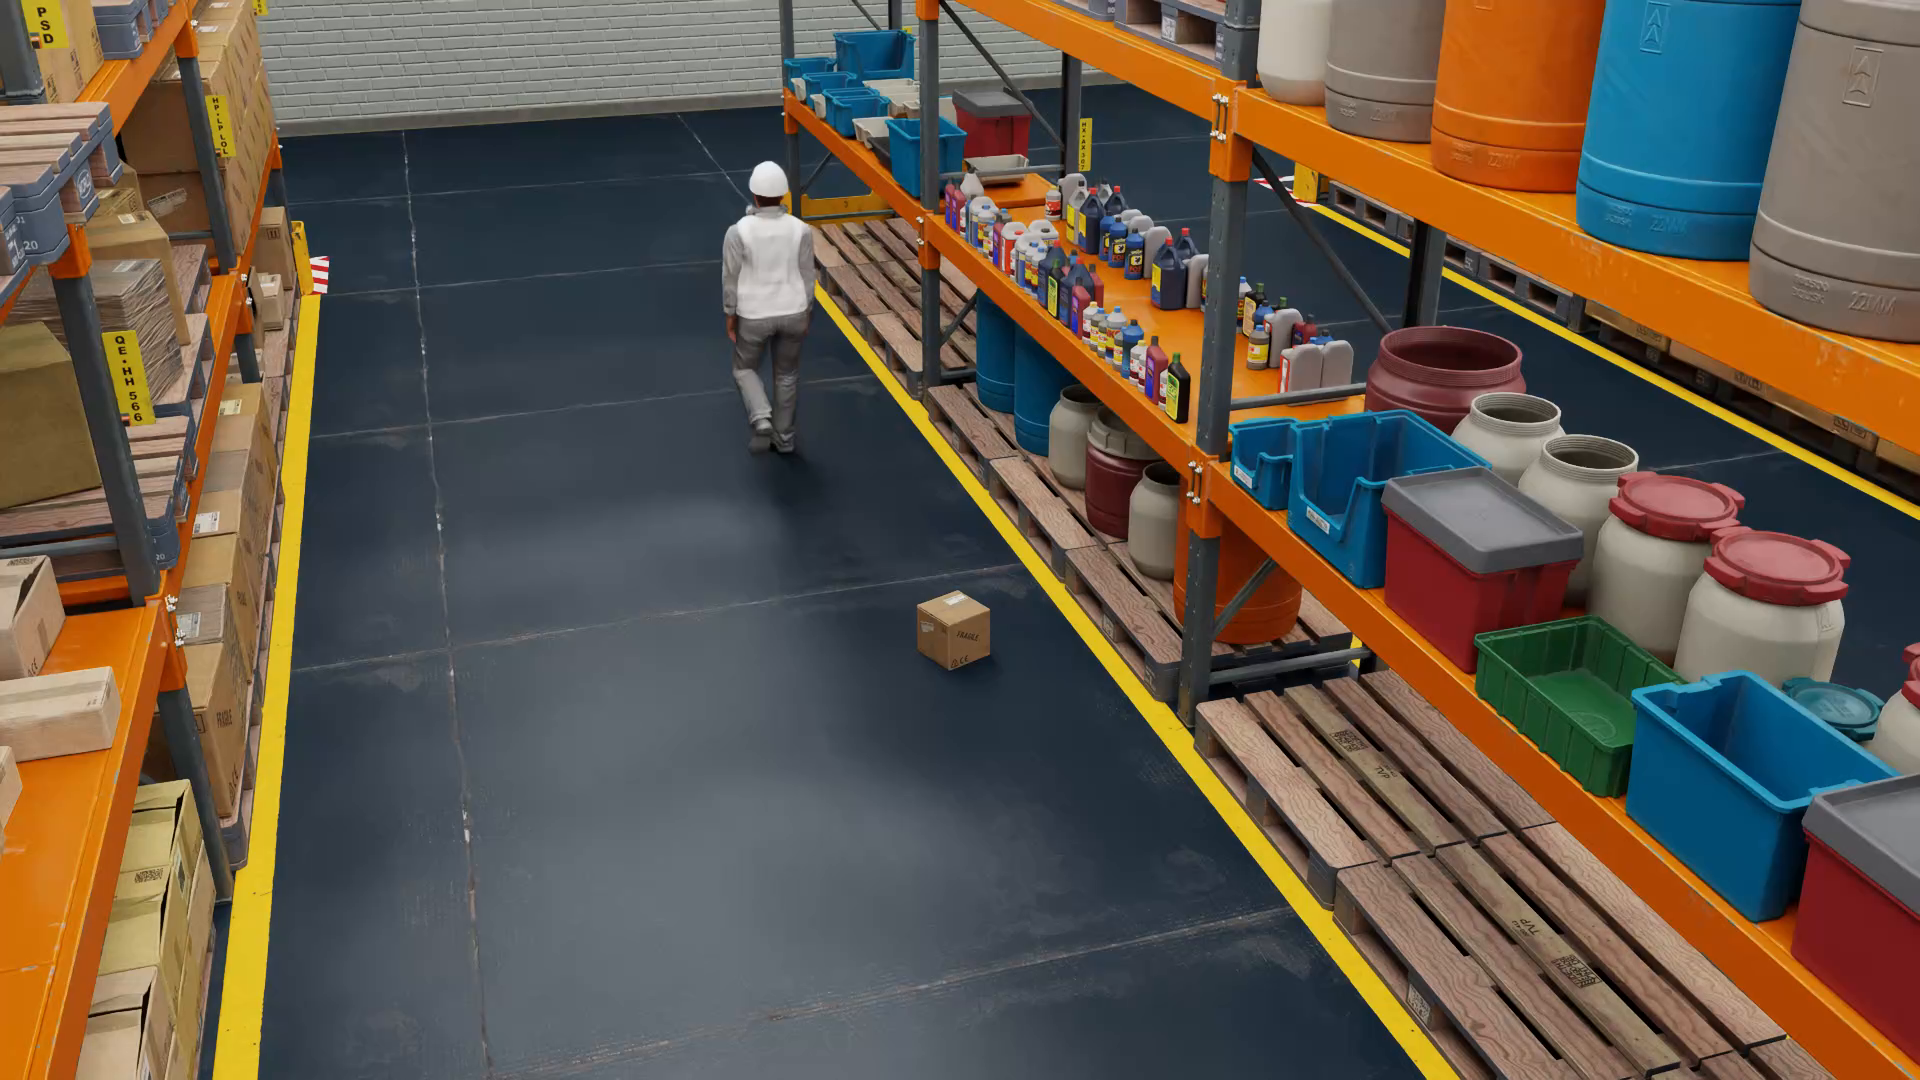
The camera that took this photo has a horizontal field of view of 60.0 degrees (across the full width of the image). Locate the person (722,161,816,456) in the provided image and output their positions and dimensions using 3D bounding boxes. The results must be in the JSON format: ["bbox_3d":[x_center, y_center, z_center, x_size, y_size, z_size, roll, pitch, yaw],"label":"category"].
[{"bbox_3d":[-1.100,-1.318,9.715,0.548,1.761,0.567,-8,27,-15],"label":"person"}]
